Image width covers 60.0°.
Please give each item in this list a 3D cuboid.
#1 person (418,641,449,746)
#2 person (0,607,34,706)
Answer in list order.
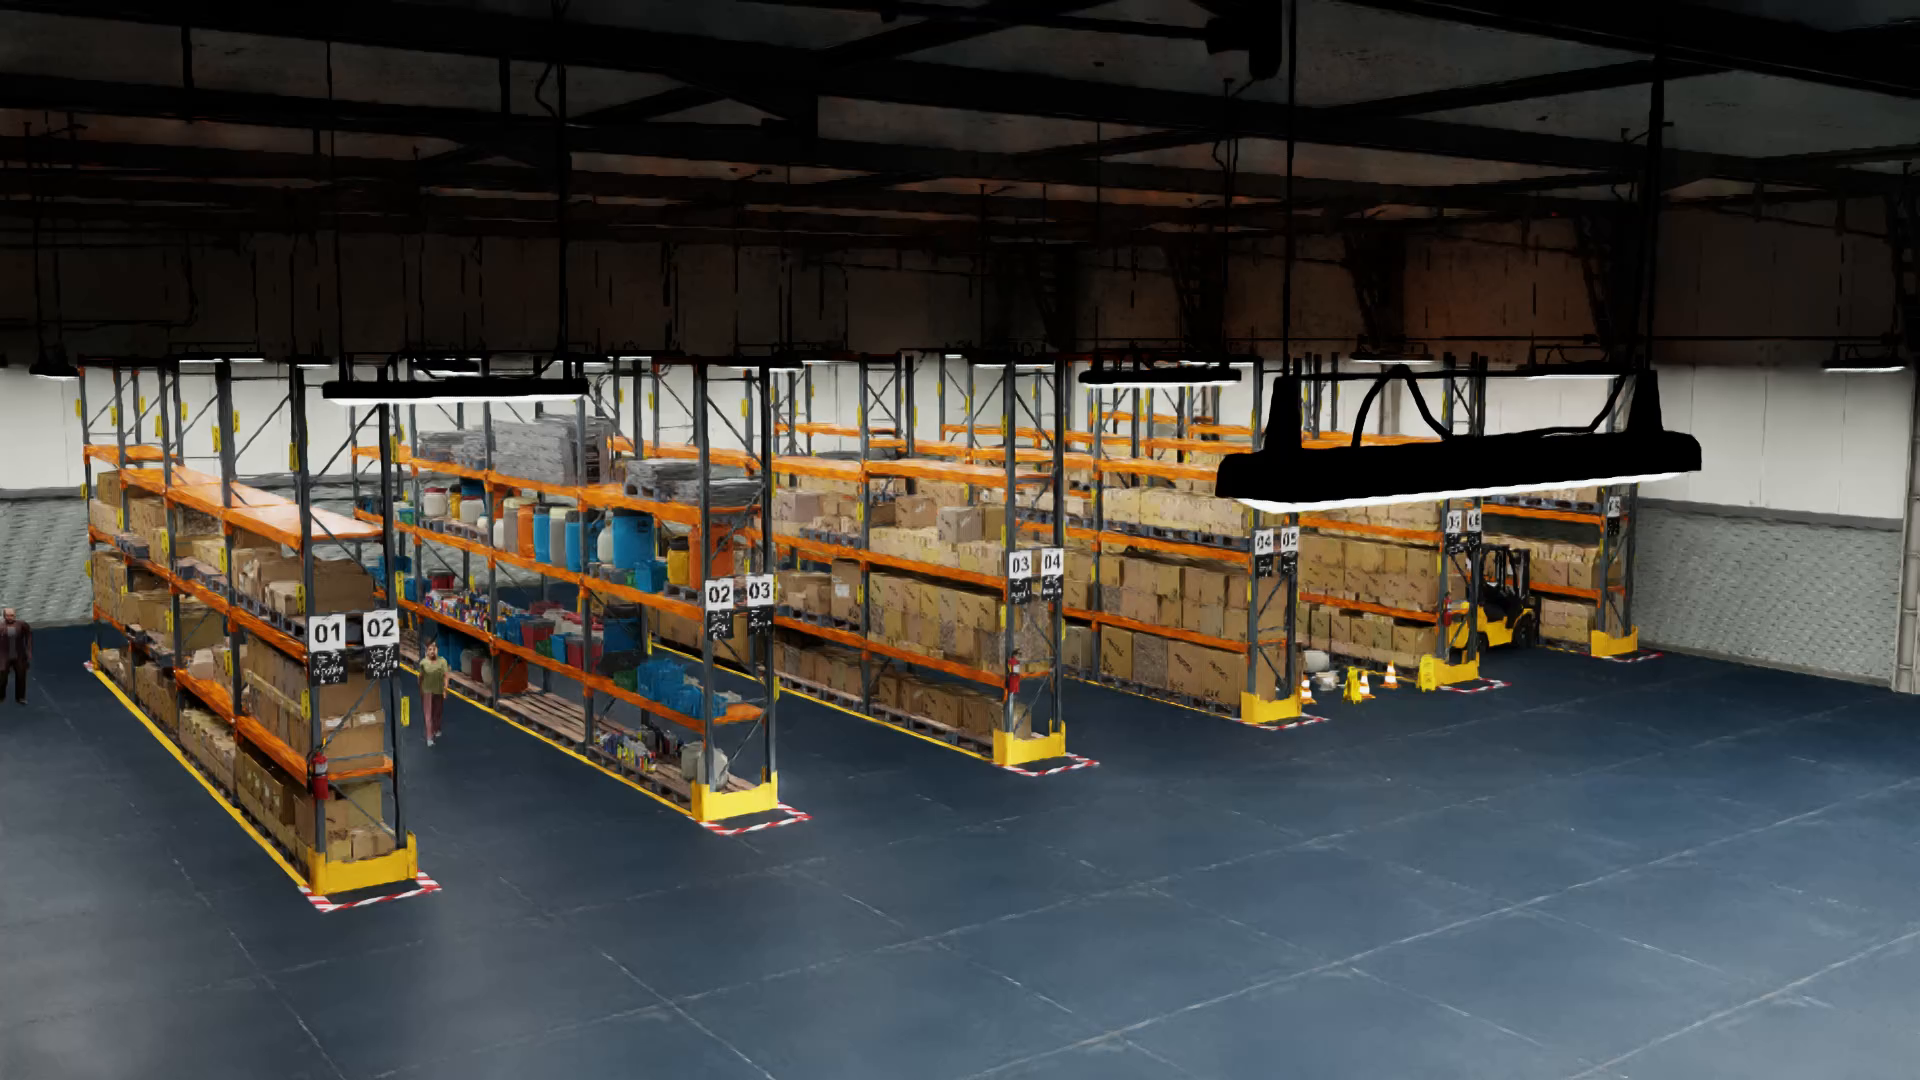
[{"bbox_3d":[-8.233,2.368,26.055,0.447,1.605,1.017,-3,8,-26],"label":"person"},{"bbox_3d":[-16.388,2.002,28.696,0.729,1.733,0.546,-5,9,-37],"label":"person"}]
